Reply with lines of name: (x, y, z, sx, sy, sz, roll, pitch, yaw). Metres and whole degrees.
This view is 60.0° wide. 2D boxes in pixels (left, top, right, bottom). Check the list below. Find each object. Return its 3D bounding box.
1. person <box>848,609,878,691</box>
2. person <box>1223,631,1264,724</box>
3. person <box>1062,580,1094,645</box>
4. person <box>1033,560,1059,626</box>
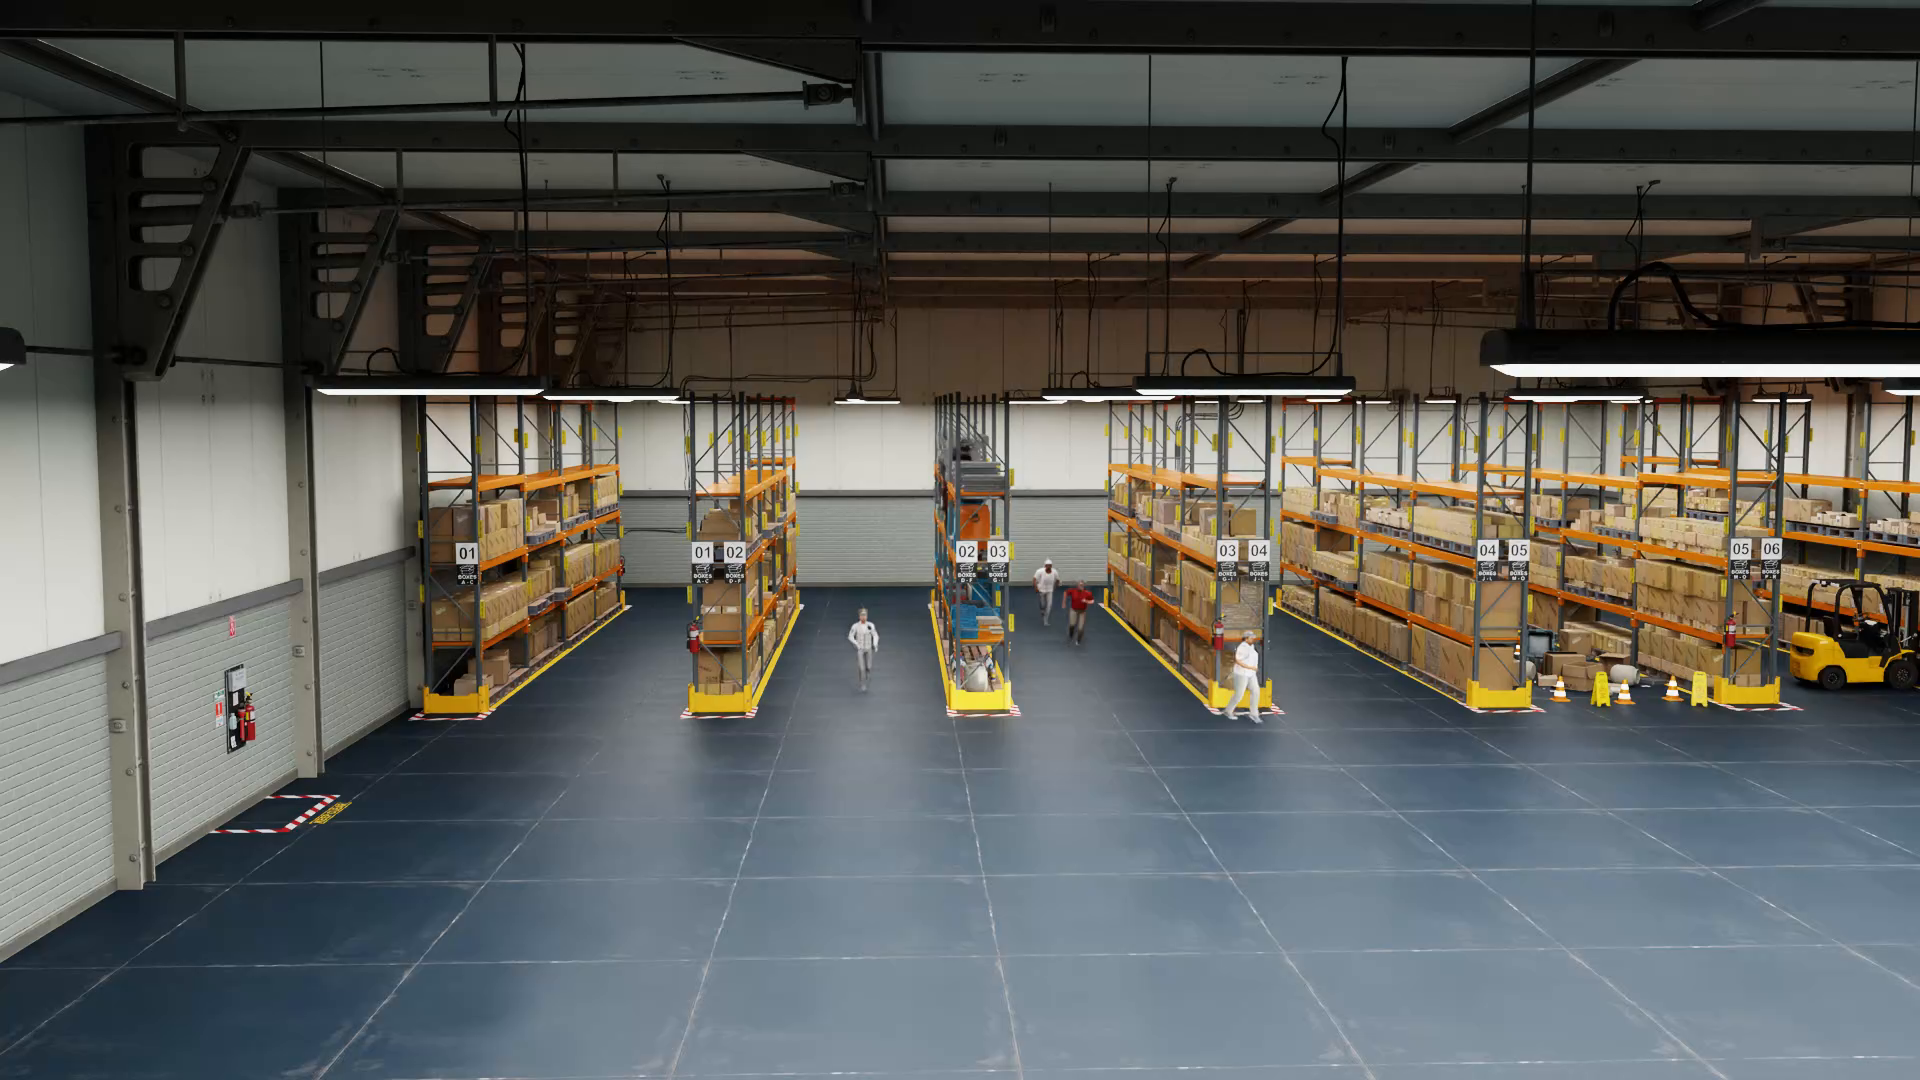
person: (-1.953, 2.209, 33.710, 0.616, 1.660, 0.554, -1, 5, -10)
person: (5.154, 2.479, 30.148, 0.773, 1.703, 0.594, 4, 6, 43)
person: (2.835, 1.758, 39.871, 0.742, 1.627, 0.782, 0, 5, 0)
person: (2.267, 1.370, 43.917, 0.712, 1.743, 0.873, -1, 5, -7)
